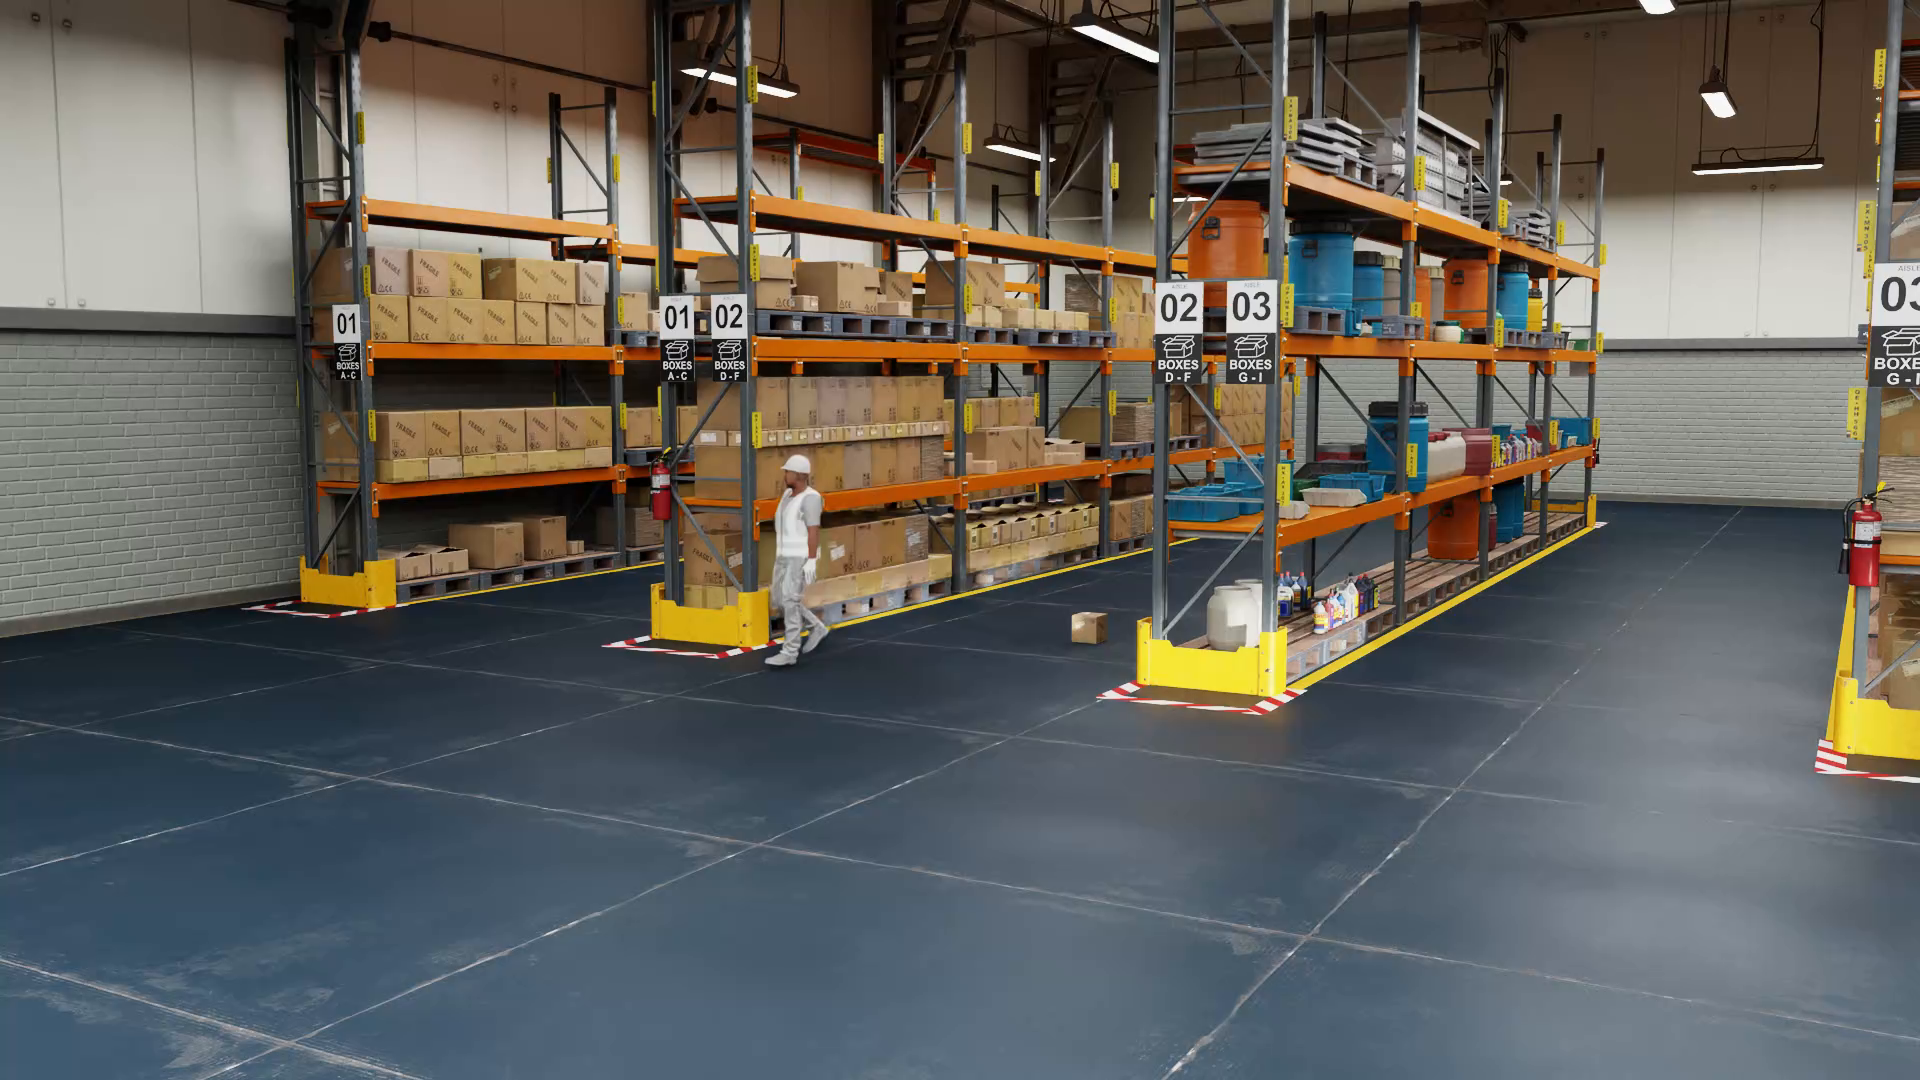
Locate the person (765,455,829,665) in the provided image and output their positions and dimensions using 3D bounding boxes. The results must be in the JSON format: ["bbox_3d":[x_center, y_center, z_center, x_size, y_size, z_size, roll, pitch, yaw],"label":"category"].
[{"bbox_3d":[-1.402,0.161,14.207,0.700,1.771,0.584,-4,7,-35],"label":"person"}]
